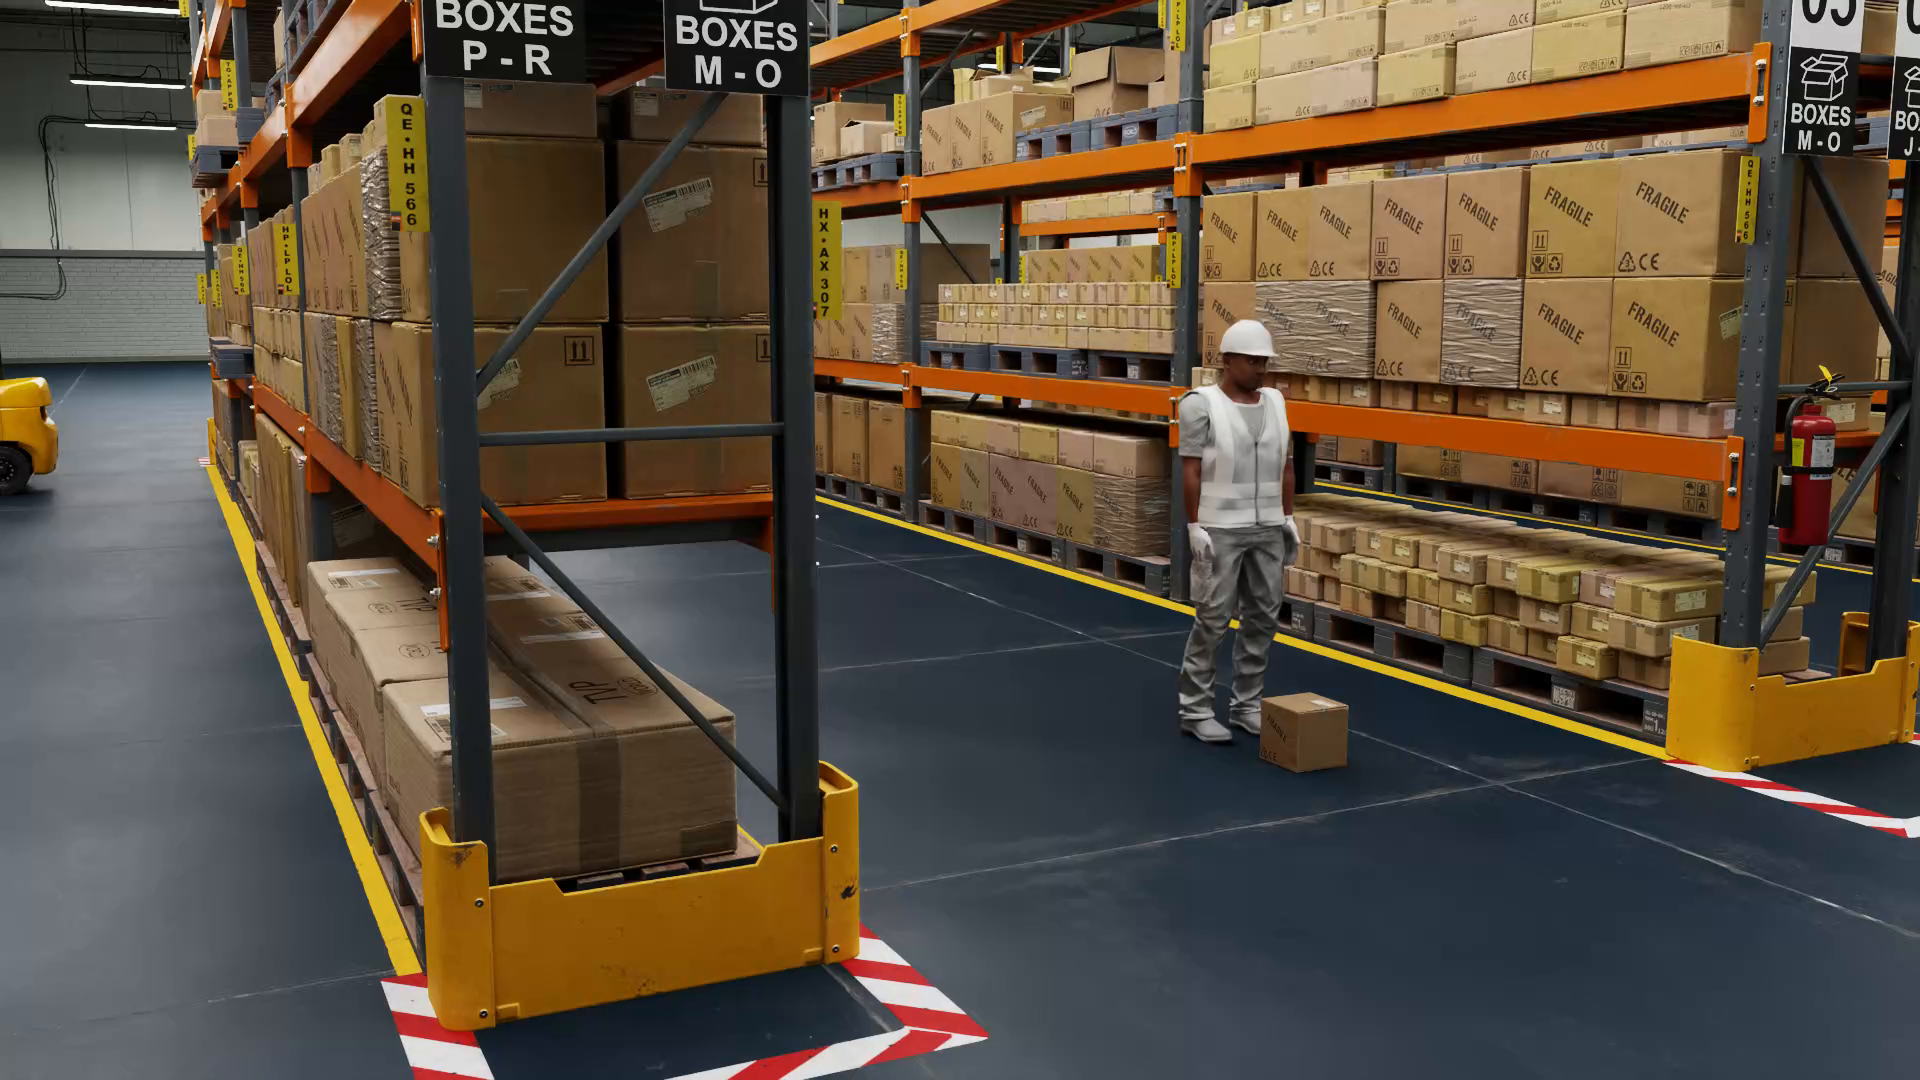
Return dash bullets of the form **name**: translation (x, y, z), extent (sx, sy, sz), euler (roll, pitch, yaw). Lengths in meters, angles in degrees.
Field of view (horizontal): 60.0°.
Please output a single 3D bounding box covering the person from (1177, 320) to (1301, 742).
- **person**: translation (1.191, -0.044, 7.087), extent (0.548, 1.775, 0.359), euler (-4, 9, -25)
